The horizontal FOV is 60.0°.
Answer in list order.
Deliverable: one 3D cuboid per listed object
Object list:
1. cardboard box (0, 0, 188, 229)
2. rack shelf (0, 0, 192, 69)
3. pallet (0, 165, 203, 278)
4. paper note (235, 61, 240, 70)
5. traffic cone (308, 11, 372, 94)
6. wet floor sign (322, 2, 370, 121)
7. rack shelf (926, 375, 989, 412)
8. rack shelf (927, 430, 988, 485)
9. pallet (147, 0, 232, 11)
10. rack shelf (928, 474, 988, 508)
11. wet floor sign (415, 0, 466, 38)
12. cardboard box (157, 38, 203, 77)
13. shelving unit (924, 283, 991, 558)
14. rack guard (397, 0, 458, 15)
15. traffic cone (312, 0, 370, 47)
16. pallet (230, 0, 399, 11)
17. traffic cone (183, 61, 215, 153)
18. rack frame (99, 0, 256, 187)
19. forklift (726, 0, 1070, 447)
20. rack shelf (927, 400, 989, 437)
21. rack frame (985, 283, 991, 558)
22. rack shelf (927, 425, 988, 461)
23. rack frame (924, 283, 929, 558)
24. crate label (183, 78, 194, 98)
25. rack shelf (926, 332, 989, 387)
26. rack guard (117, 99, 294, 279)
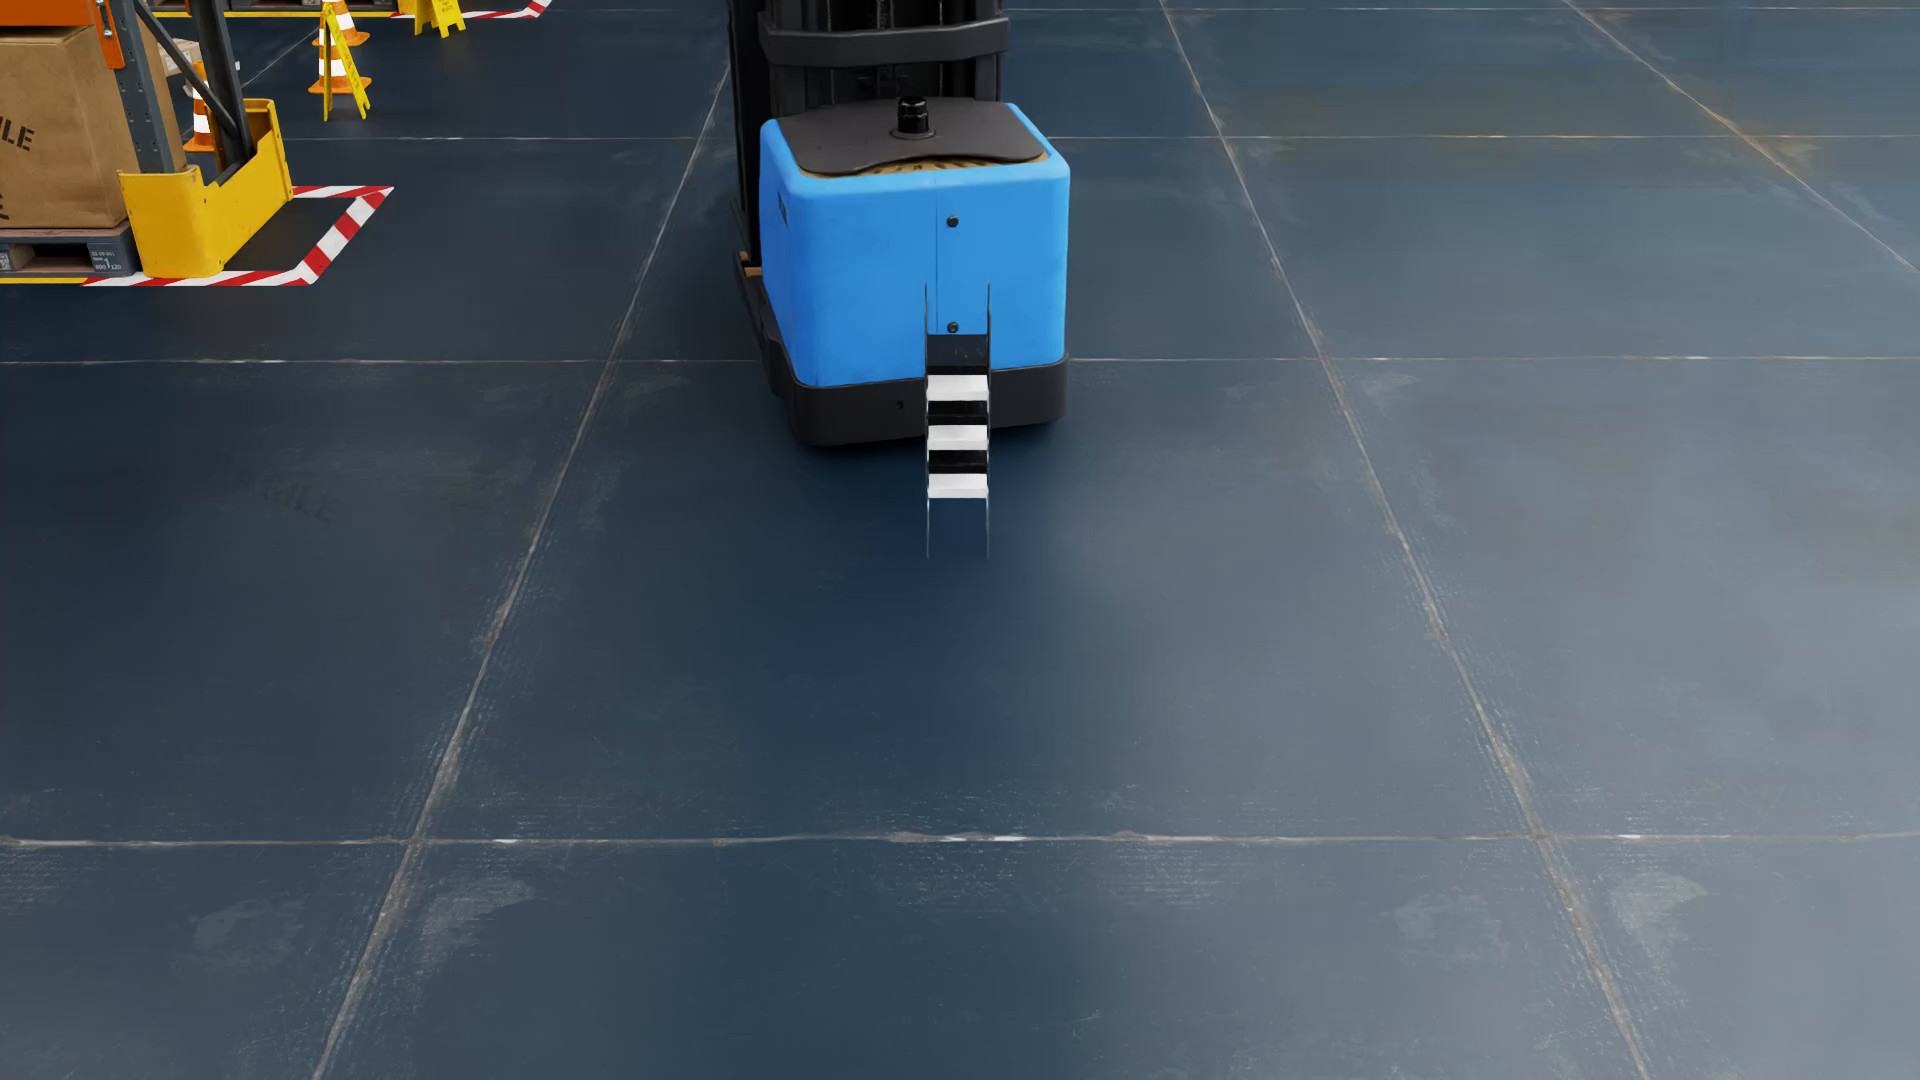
[{"bbox_3d":[-4.362,-2.042,7.867,0.875,0.875,0.875,0,31,0],"label":"cardboard box"},{"bbox_3d":[-5.684,-2.493,7.661,4.000,0.370,1.077,0,31,0],"label":"rack shelf"},{"bbox_3d":[-4.483,-1.572,8.137,1.213,0.211,1.003,0,31,0],"label":"pallet"},{"bbox_3d":[-4.748,-3.069,10.780,0.142,0.019,0.148,-11,33,-17],"label":"paper note"},{"bbox_3d":[-3.891,-3.045,10.322,0.334,0.463,0.336,0,31,0],"label":"traffic cone"},{"bbox_3d":[-3.667,-2.828,9.788,0.232,0.644,0.267,-5,32,-9],"label":"wet floor sign"},{"bbox_3d":[-0.008,-0.510,5.440,0.200,0.077,0.258,0,31,0],"label":"rack shelf"},{"bbox_3d":[-0.008,-0.279,5.581,0.200,0.077,0.258,0,31,0],"label":"rack shelf"},{"bbox_3d":[-5.921,-4.195,12.461,1.213,0.211,1.003,0,31,0],"label":"pallet"},{"bbox_3d":[-0.008,-0.202,5.627,0.200,0.077,0.258,0,31,0],"label":"rack shelf"},{"bbox_3d":[-3.619,-3.813,11.413,0.232,0.644,0.267,10,33,17],"label":"wet floor sign"},{"bbox_3d":[-5.113,-3.104,10.722,0.250,0.149,0.380,16,35,25],"label":"cardboard box"},{"bbox_3d":[-0.008,-0.385,5.517,0.210,0.900,0.258,0,31,0],"label":"shelving unit"},{"bbox_3d":[-3.891,-4.305,12.364,0.348,0.500,1.175,0,31,0],"label":"rack guard"},{"bbox_3d":[-4.237,-3.619,11.269,0.334,0.463,0.336,0,31,0],"label":"traffic cone"},{"bbox_3d":[-4.704,-4.198,12.465,1.213,0.211,1.003,0,31,0],"label":"pallet"},{"bbox_3d":[-4.224,-2.457,9.354,0.334,0.463,0.336,0,31,0],"label":"traffic cone"},{"bbox_3d":[-3.684,-2.807,7.485,0.127,3.000,1.000,0,31,0],"label":"rack frame"},{"bbox_3d":[-0.426,-2.354,6.804,1.130,2.935,3.031,-7,32,-11],"label":"forklift"},{"bbox_3d":[-0.008,-0.433,5.487,0.200,0.077,0.258,0,31,0],"label":"rack shelf"},{"bbox_3d":[0.094,-0.385,5.517,0.006,0.900,0.240,0,31,0],"label":"rack frame"},{"bbox_3d":[-0.008,-0.356,5.534,0.200,0.077,0.258,0,31,0],"label":"rack shelf"},{"bbox_3d":[-0.110,-0.384,5.516,0.006,0.900,0.240,0,31,0],"label":"rack frame"},{"bbox_3d":[-4.676,-2.871,10.349,0.298,0.136,0.250,-17,35,-26],"label":"crate label"},{"bbox_3d":[-0.008,-0.587,5.394,0.200,0.077,0.258,0,31,0],"label":"rack shelf"},{"bbox_3d":[-3.660,-1.738,8.133,0.348,0.500,1.175,0,31,0],"label":"rack guard"}]
